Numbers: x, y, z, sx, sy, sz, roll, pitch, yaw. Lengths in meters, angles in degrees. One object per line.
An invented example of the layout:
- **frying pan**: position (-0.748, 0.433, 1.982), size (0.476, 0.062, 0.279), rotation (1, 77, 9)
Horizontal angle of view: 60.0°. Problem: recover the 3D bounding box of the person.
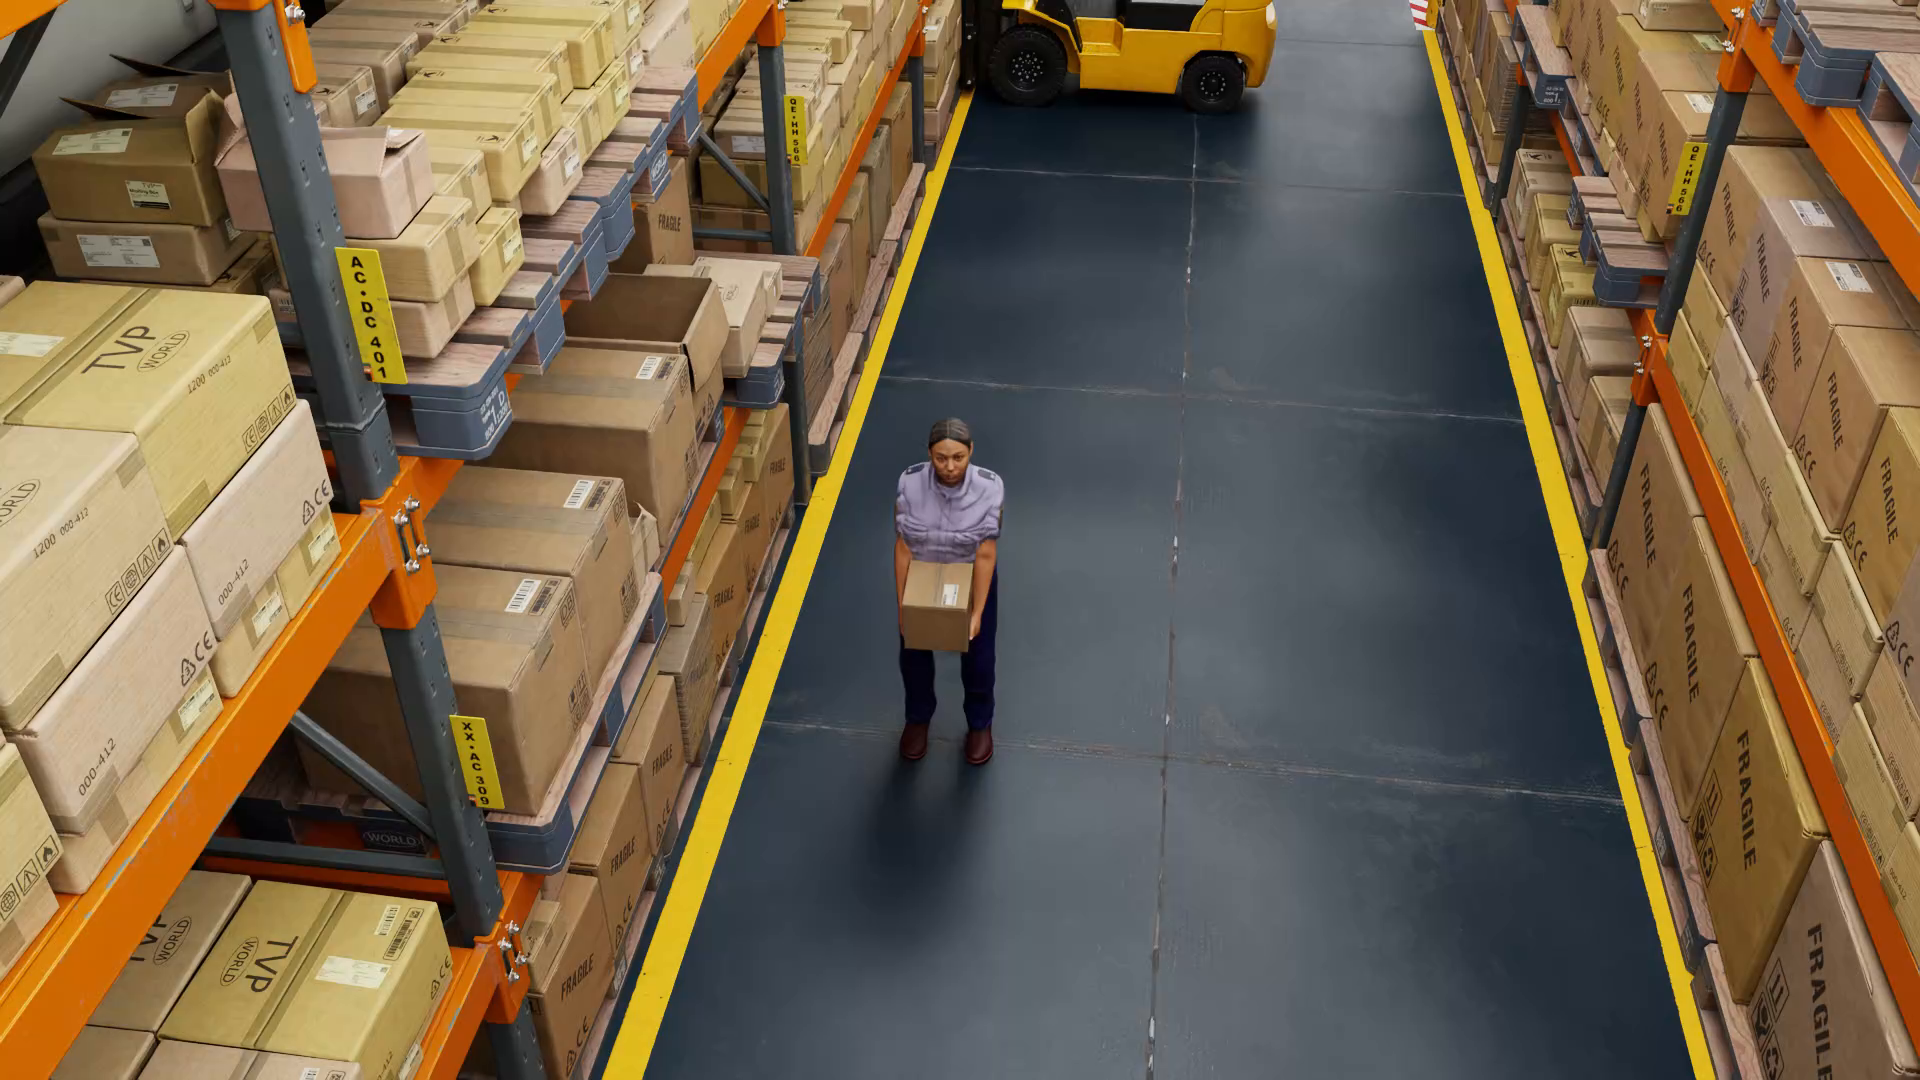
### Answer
- **person**: position (-0.039, 0.191, 6.785), size (0.564, 1.651, 0.366), rotation (2, 36, 3)
